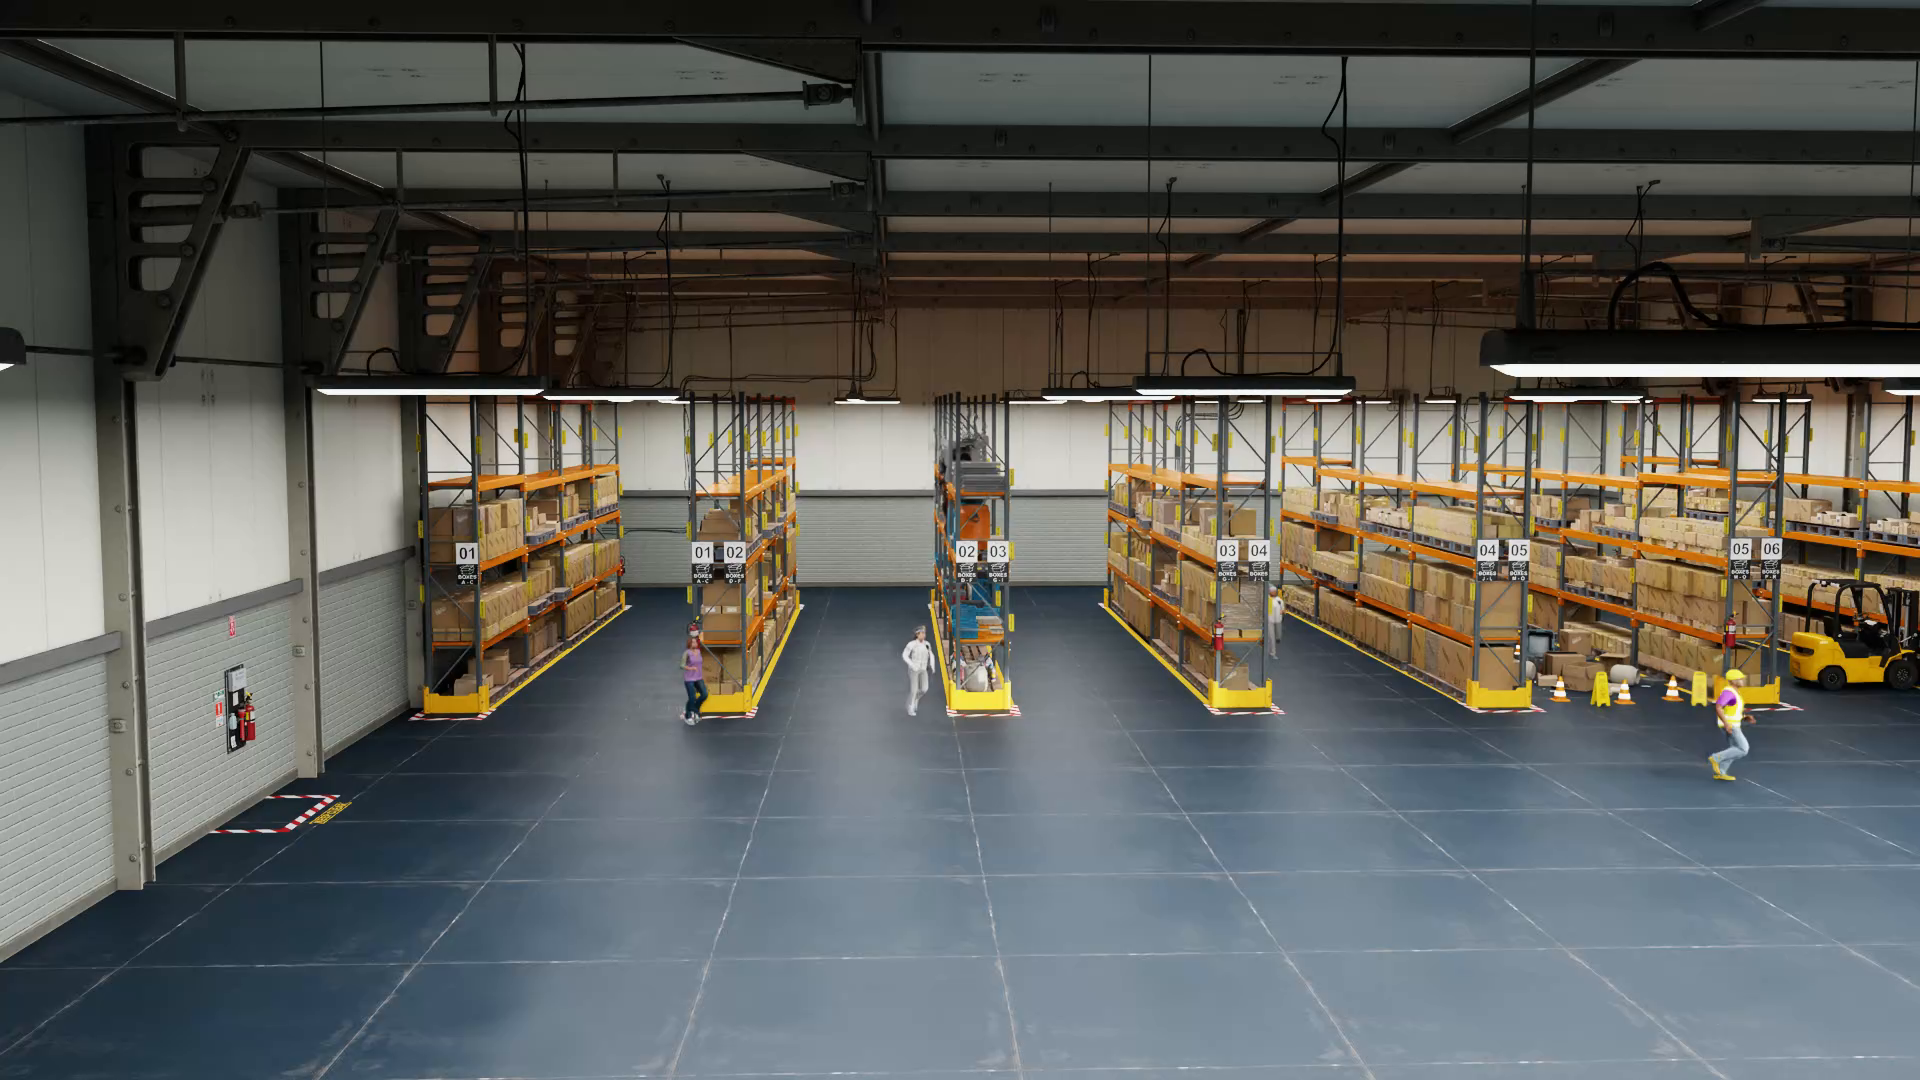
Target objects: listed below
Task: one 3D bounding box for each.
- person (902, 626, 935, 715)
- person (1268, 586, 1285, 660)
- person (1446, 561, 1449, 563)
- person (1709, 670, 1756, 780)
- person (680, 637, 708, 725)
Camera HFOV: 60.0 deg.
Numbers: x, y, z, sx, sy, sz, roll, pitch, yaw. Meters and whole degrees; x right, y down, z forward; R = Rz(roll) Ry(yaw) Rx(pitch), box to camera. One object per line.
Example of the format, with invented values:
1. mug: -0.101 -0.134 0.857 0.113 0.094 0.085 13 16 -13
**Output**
1. person: -0.740 2.428 30.977 0.690 1.650 0.474 -2 5 -28
2. person: 7.116 1.868 37.896 0.620 1.635 0.843 -1 5 -9
3. person: 14.686 0.959 49.365 0.630 1.629 0.722 1 5 9
4. person: 11.811 2.831 25.410 0.620 1.712 0.695 3 5 30
5. person: -4.769 2.541 29.969 0.527 1.590 0.549 4 6 40
